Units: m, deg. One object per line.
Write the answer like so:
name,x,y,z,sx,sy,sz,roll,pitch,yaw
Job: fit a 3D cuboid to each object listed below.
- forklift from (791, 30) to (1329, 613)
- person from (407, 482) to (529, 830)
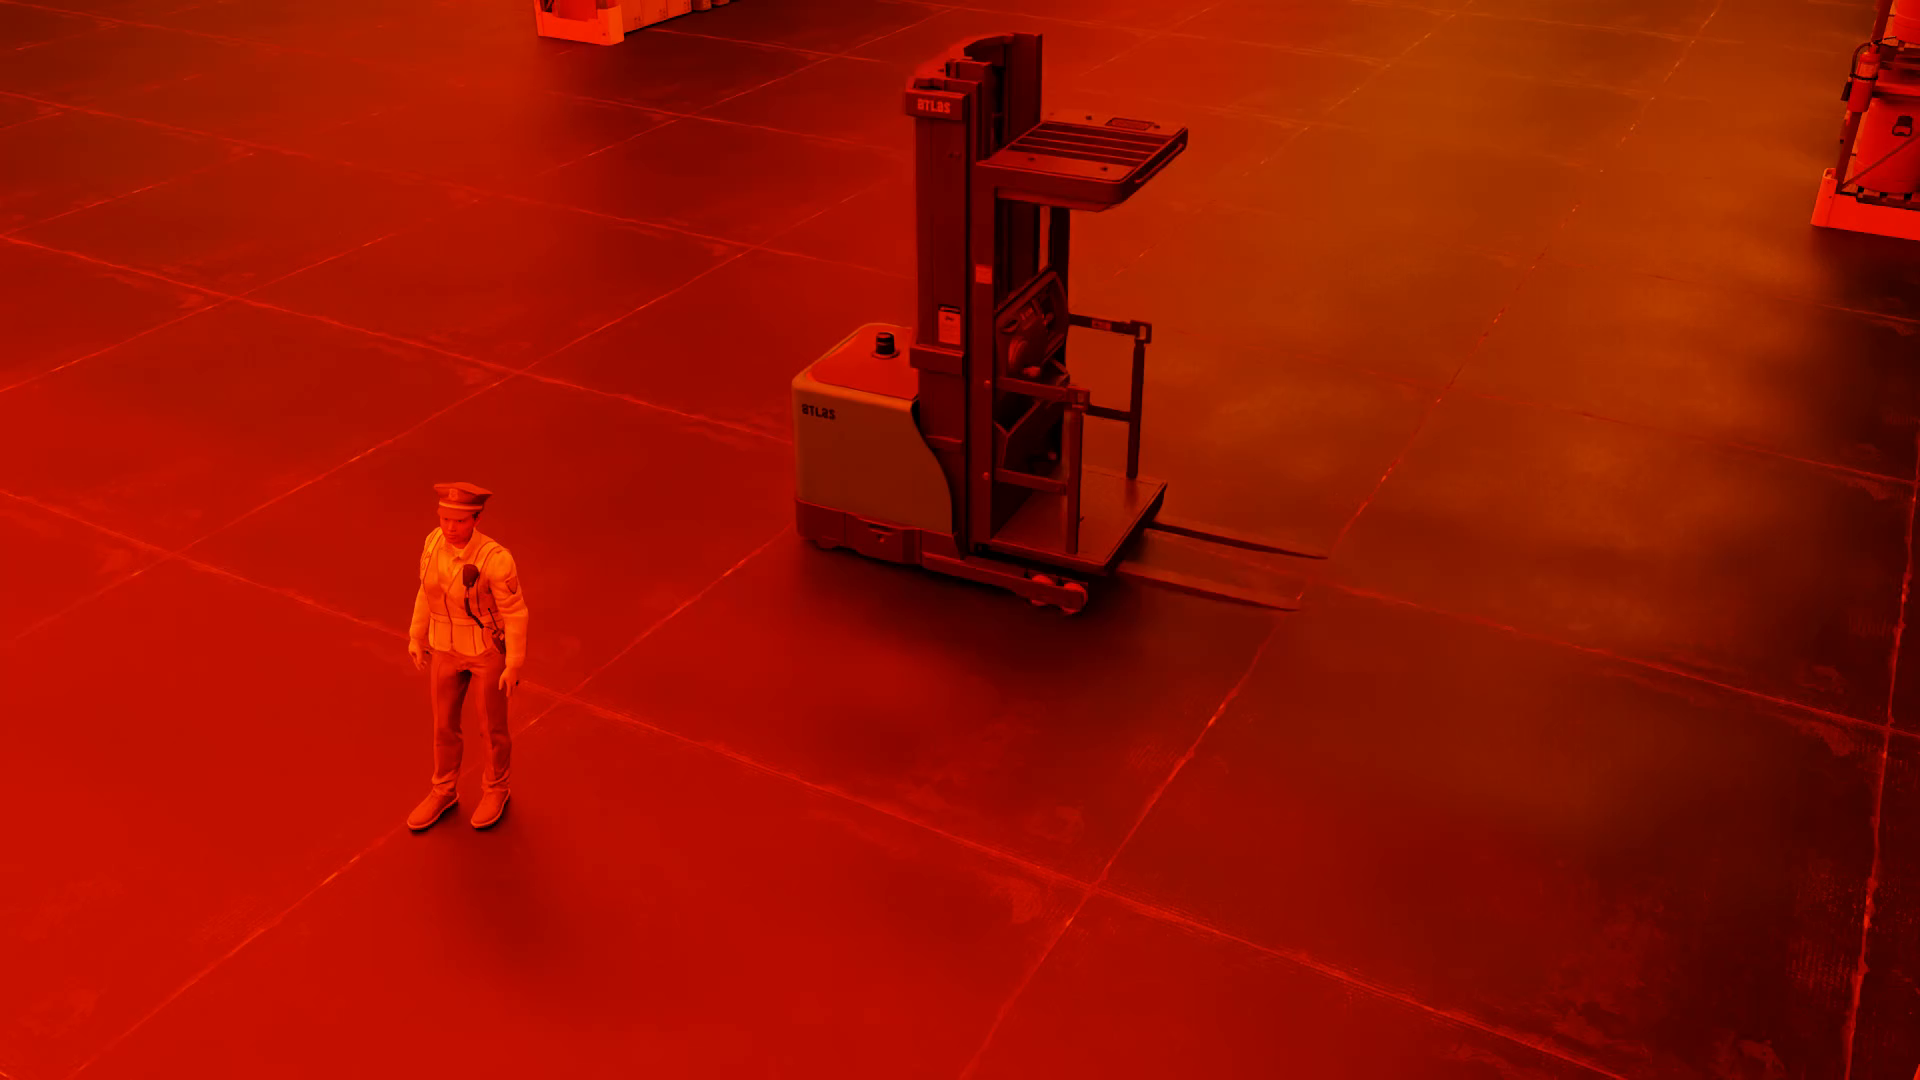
forklift,0.579,-1.165,9.088,3.031,2.935,1.130,13,32,21
person,-2.212,0.524,7.385,0.587,1.694,0.530,10,32,17
